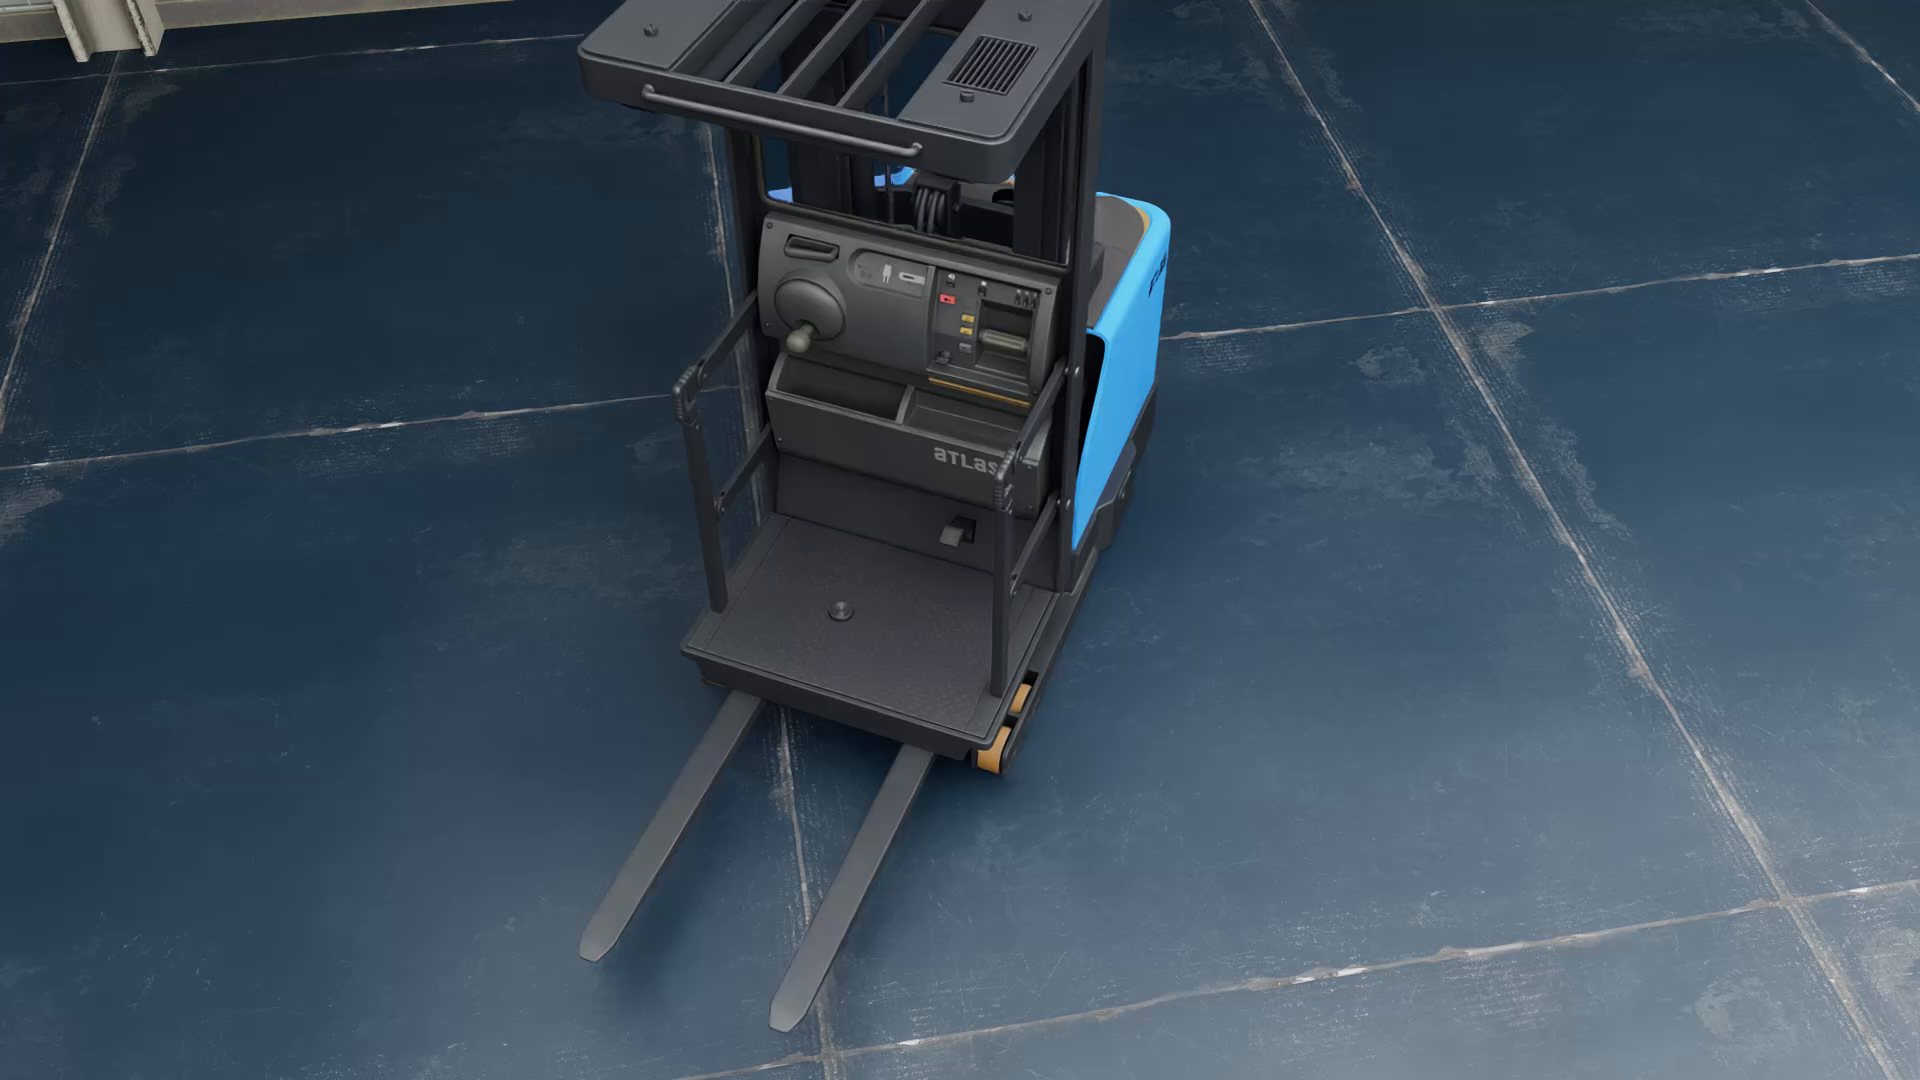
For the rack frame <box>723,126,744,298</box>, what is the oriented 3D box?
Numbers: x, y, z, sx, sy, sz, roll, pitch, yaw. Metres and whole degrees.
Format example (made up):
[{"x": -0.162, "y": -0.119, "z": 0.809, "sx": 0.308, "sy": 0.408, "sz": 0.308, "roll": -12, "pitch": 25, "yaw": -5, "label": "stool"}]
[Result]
[{"x": -0.843, "y": -1.281, "z": 6.442, "sx": 0.032, "sy": 1.500, "sz": 0.500, "roll": -10, "pitch": 47, "yaw": -10, "label": "rack frame"}]

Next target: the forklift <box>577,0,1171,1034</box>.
[{"x": -0.242, "y": -0.594, "z": 4.787, "sx": 1.130, "sy": 2.935, "sz": 3.031, "roll": 16, "pitch": 48, "yaw": 15, "label": "forklift"}]

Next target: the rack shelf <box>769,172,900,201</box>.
[{"x": -0.350, "y": -1.244, "z": 6.657, "sx": 1.000, "sy": 0.185, "sz": 0.538, "roll": -10, "pitch": 47, "yaw": -10, "label": "rack shelf"}]

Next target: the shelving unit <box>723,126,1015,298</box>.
[{"x": -0.350, "y": -1.368, "z": 6.527, "sx": 1.048, "sy": 1.500, "sz": 0.538, "roll": -10, "pitch": 47, "yaw": -10, "label": "shelving unit"}]

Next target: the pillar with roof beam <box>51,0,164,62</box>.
[{"x": -3.690, "y": -2.686, "z": 2.589, "sx": 0.400, "sy": 9.000, "sz": 9.100, "roll": -7, "pitch": 46, "yaw": -7, "label": "pillar with roof beam"}]
